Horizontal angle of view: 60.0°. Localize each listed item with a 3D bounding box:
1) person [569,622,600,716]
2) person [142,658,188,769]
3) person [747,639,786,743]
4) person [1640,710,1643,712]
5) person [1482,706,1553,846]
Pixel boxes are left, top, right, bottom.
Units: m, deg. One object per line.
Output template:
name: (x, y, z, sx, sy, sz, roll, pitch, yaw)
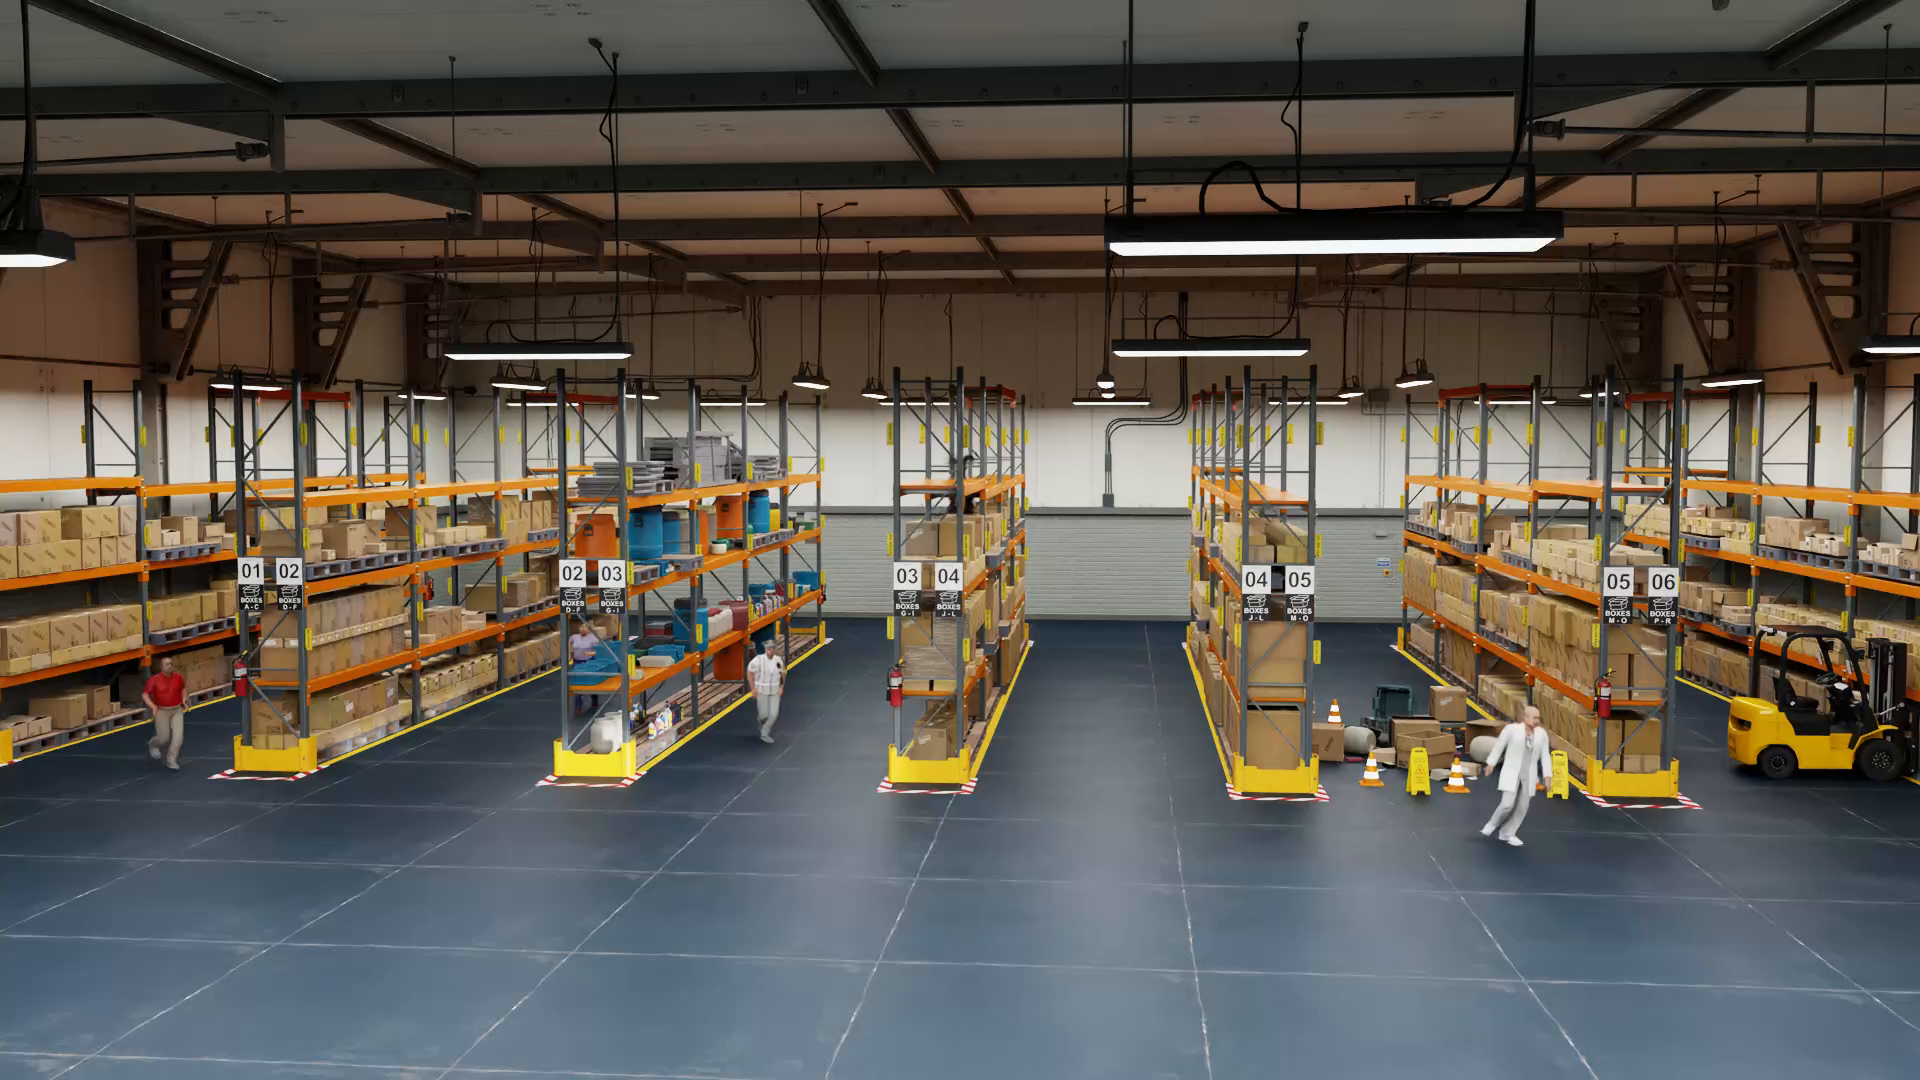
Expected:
person: (-6.823, 2.311, 30.177, 0.642, 1.690, 0.881, 0, 4, -2)
person: (-12.013, 2.610, 25.153, 0.707, 1.683, 0.672, 3, 5, 43)
person: (-3.158, 2.447, 27.226, 0.667, 1.677, 0.496, -1, 4, -22)
person: (11.466, 2.514, 28.343, 0.638, 1.489, 0.824, 0, 4, -6)
person: (6.815, 2.876, 20.374, 0.746, 1.740, 0.606, 0, 4, -6)
